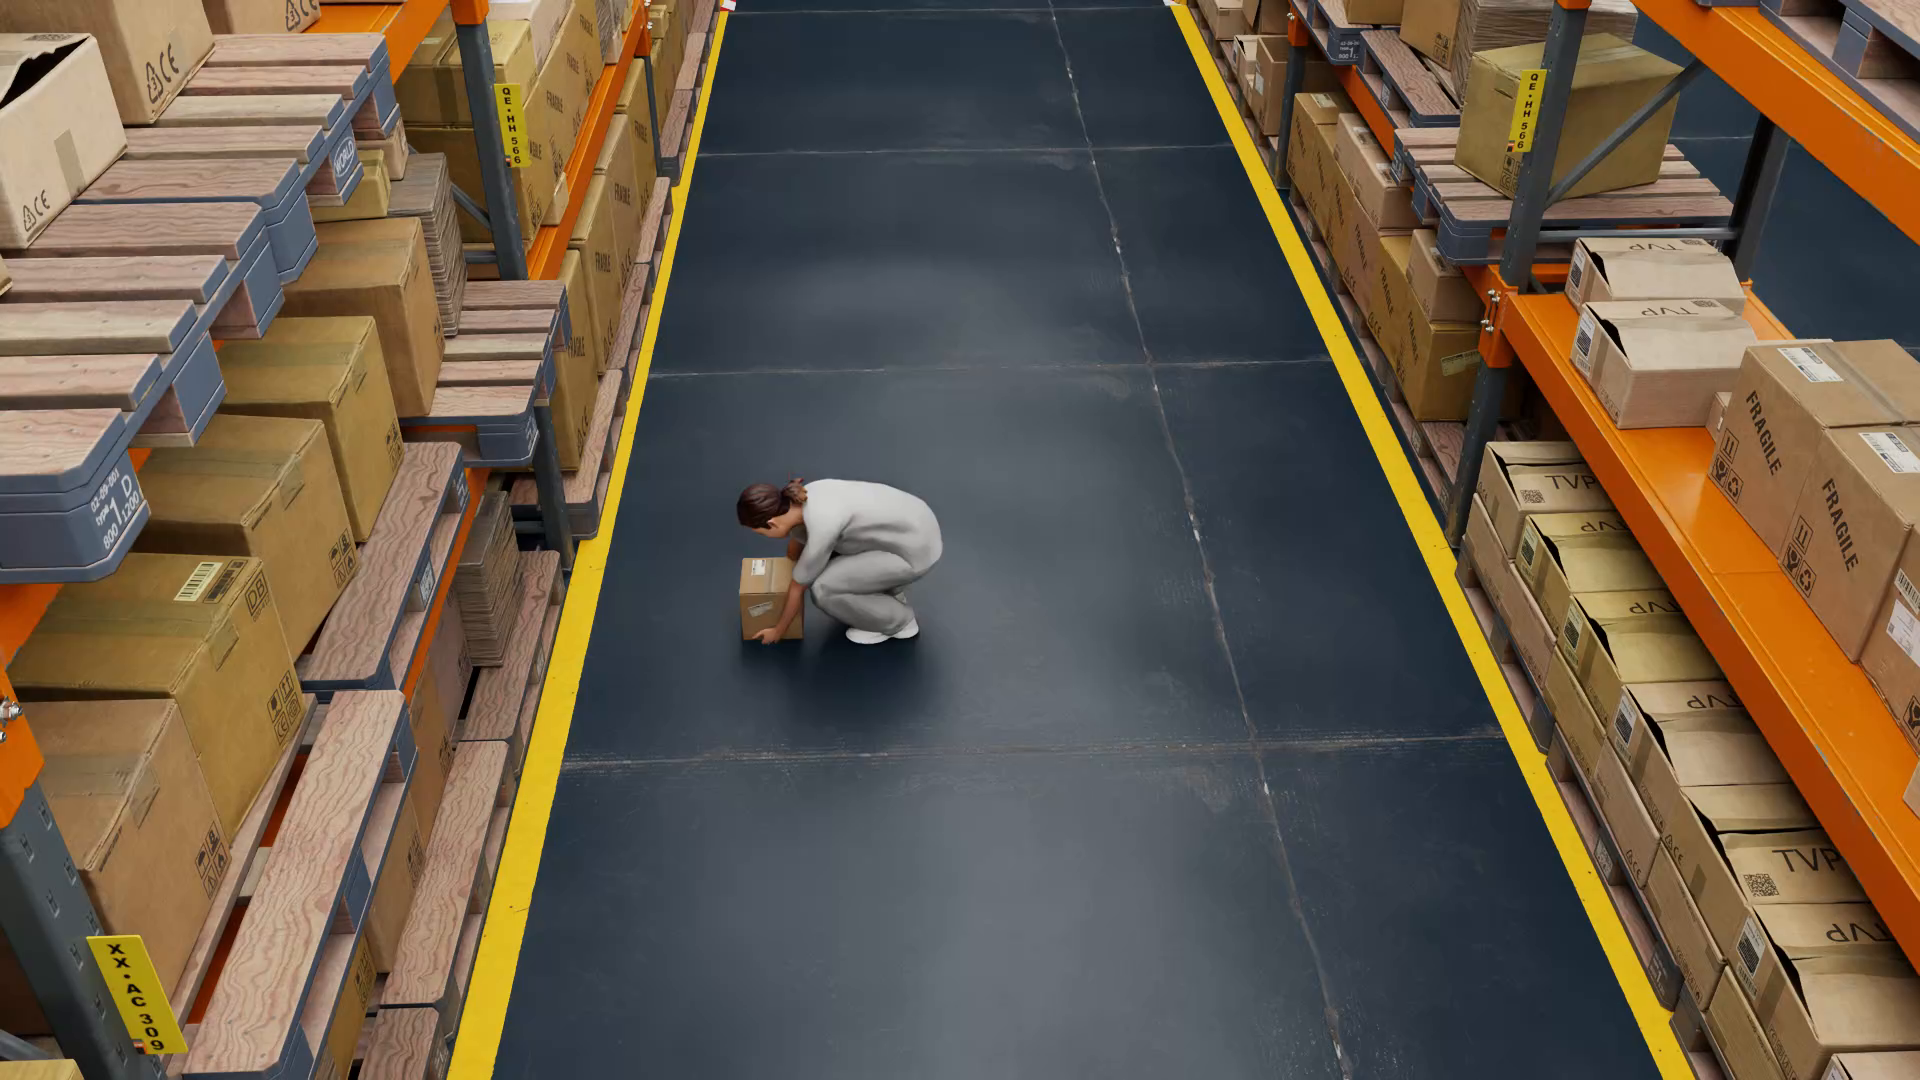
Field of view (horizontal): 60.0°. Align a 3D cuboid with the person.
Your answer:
[{"bbox_3d":[-0.487,0.074,6.907,0.834,0.821,0.467,-2,35,-3],"label":"person"}]
